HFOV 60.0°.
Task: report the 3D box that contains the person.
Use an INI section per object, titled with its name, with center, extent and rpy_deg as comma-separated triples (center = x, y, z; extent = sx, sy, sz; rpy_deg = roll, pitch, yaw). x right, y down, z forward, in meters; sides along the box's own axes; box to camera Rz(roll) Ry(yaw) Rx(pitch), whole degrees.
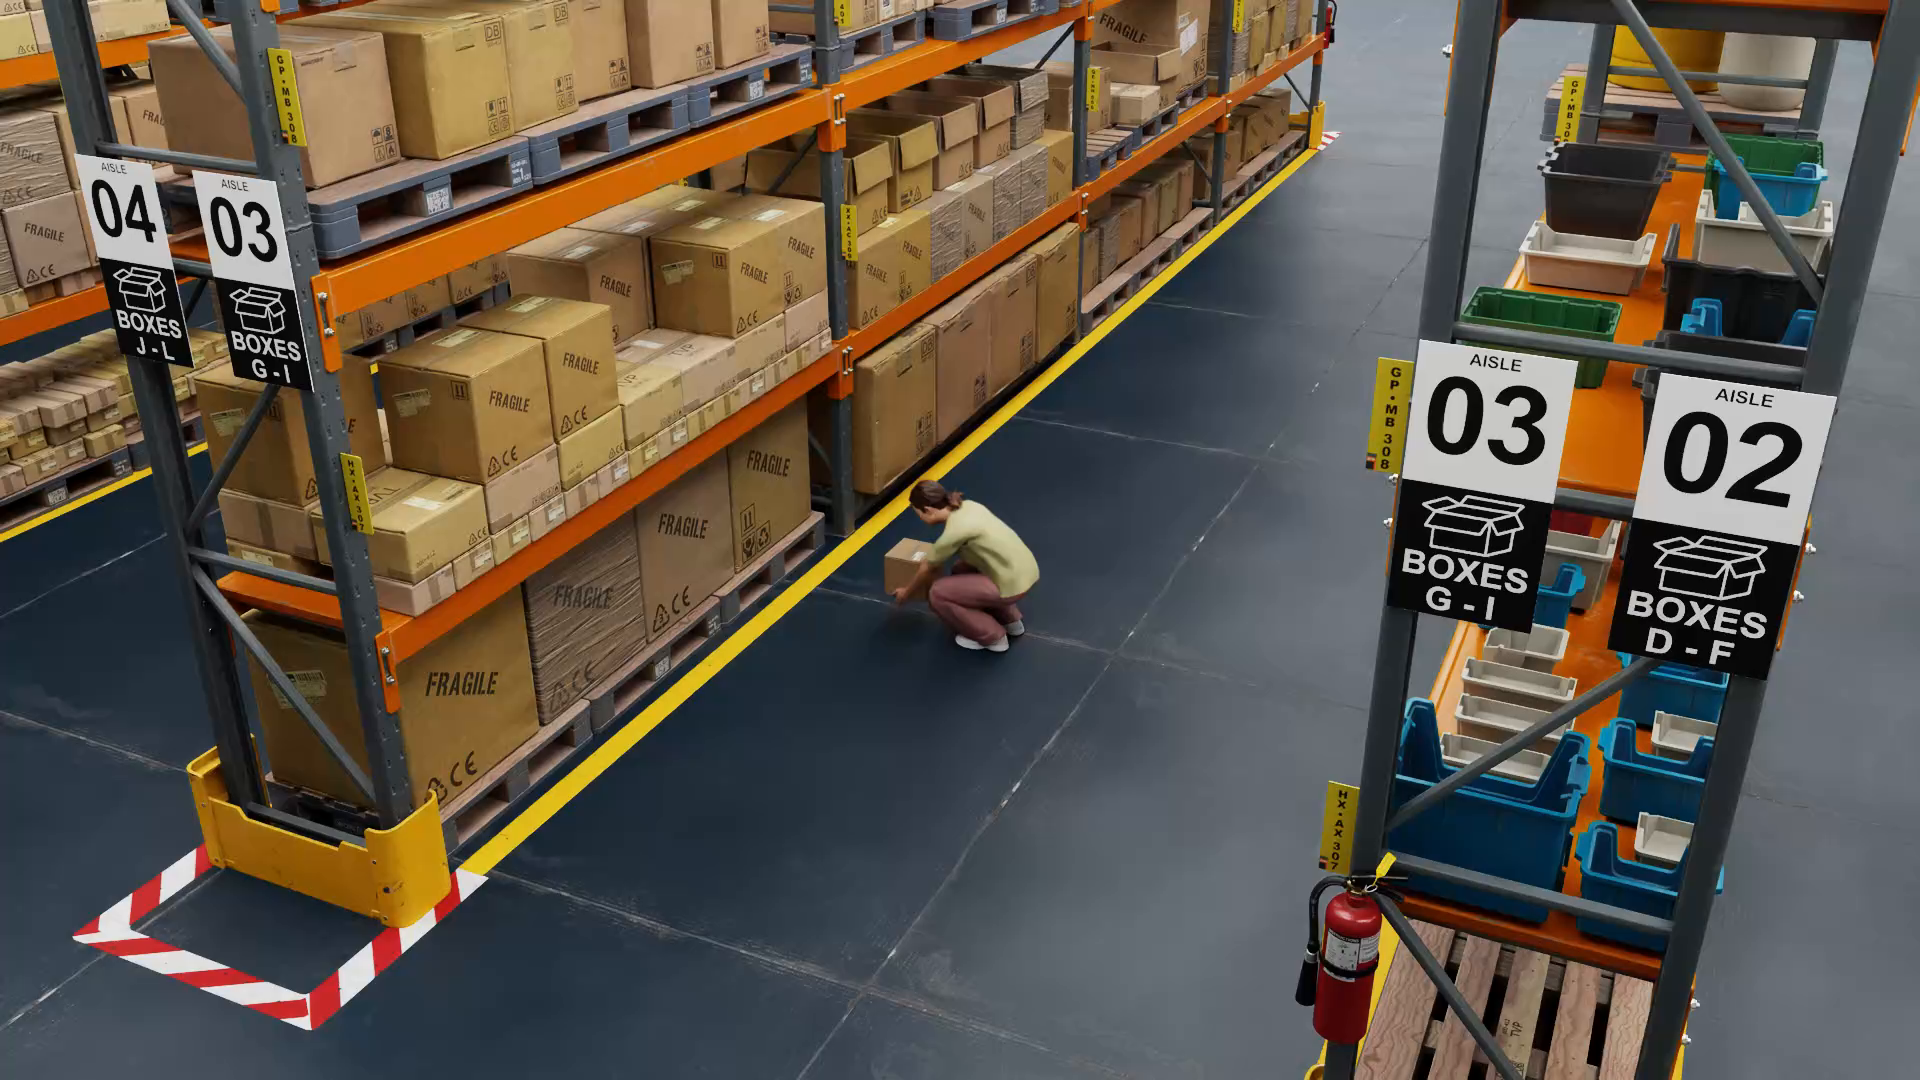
[person]
center = 0.030, 0.111, 9.237
extent = 0.816, 0.937, 0.474
rpy_deg = 11, 28, 21
